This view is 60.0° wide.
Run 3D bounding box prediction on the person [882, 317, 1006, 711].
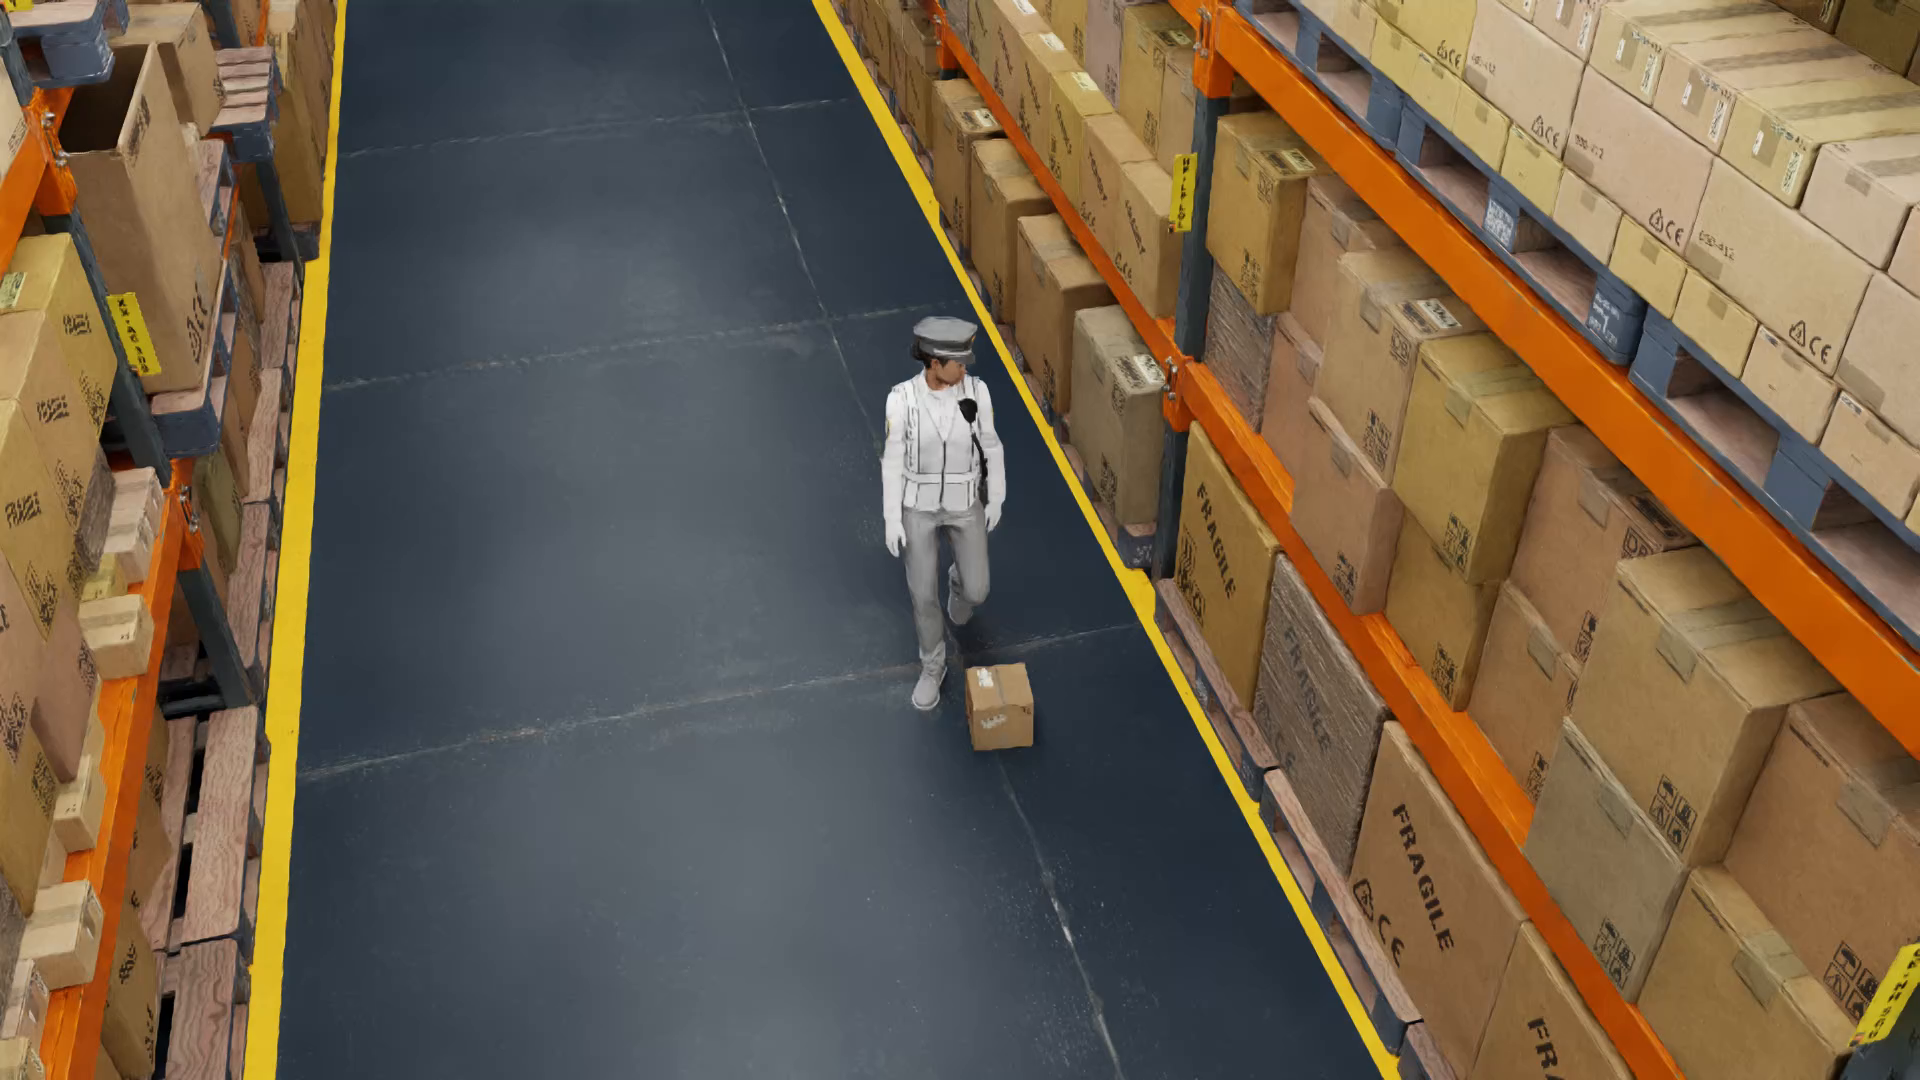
[{"bbox_3d":[-0.060,-0.108,6.883,0.515,1.637,0.654,-2,38,-2],"label":"person"}]
